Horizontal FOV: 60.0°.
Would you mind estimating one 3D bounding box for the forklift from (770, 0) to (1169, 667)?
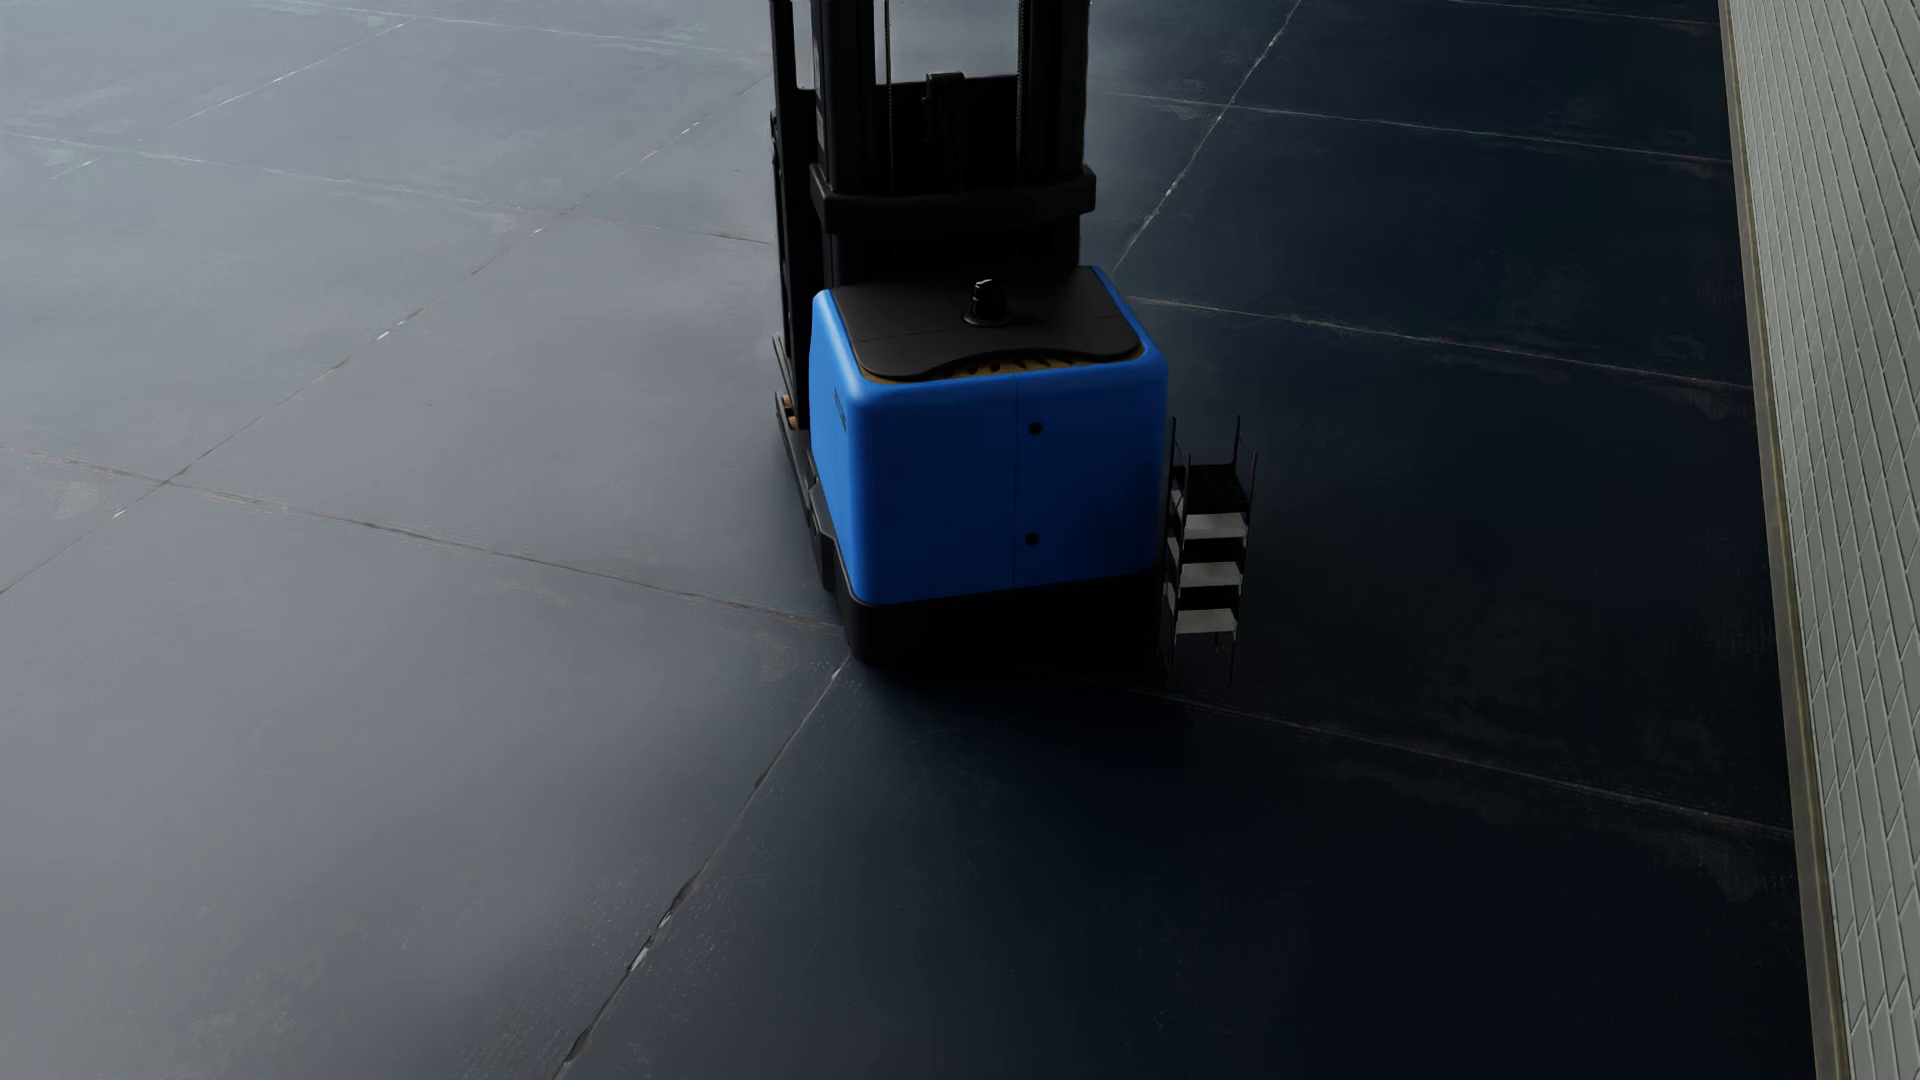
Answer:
[{"bbox_3d":[-0.150,-1.604,6.033,1.130,2.935,3.031,-7,33,-10],"label":"forklift"}]

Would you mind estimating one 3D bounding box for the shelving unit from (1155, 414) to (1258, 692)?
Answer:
[{"bbox_3d":[0.780,0.053,5.339,0.210,0.900,0.258,-3,33,-4],"label":"shelving unit"}]

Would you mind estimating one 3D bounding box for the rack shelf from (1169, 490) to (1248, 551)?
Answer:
[{"bbox_3d":[0.780,-0.071,5.259,0.200,0.077,0.258,-3,33,-4],"label":"rack shelf"}]

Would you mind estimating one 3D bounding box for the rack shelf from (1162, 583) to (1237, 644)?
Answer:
[{"bbox_3d":[0.781,0.232,5.454,0.200,0.077,0.258,-3,33,-4],"label":"rack shelf"}]

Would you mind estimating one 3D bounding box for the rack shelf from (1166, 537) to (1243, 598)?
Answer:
[{"bbox_3d":[0.781,0.081,5.357,0.200,0.077,0.258,-3,33,-4],"label":"rack shelf"}]

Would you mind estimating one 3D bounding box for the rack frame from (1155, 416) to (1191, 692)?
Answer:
[{"bbox_3d":[0.679,0.057,5.331,0.006,0.900,0.240,-3,33,-4],"label":"rack frame"}]

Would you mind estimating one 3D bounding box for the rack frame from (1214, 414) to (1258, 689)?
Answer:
[{"bbox_3d":[0.882,0.048,5.346,0.006,0.900,0.240,-3,33,-4],"label":"rack frame"}]

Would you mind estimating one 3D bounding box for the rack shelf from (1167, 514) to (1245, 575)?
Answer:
[{"bbox_3d":[0.780,0.005,5.308,0.200,0.077,0.258,-3,33,-4],"label":"rack shelf"}]

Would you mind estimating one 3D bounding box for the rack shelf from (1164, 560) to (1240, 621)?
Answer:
[{"bbox_3d":[0.781,0.156,5.405,0.200,0.077,0.258,-3,33,-4],"label":"rack shelf"}]

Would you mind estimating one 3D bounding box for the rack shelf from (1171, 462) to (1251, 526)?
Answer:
[{"bbox_3d":[0.780,-0.146,5.210,0.200,0.077,0.258,-3,33,-4],"label":"rack shelf"}]
